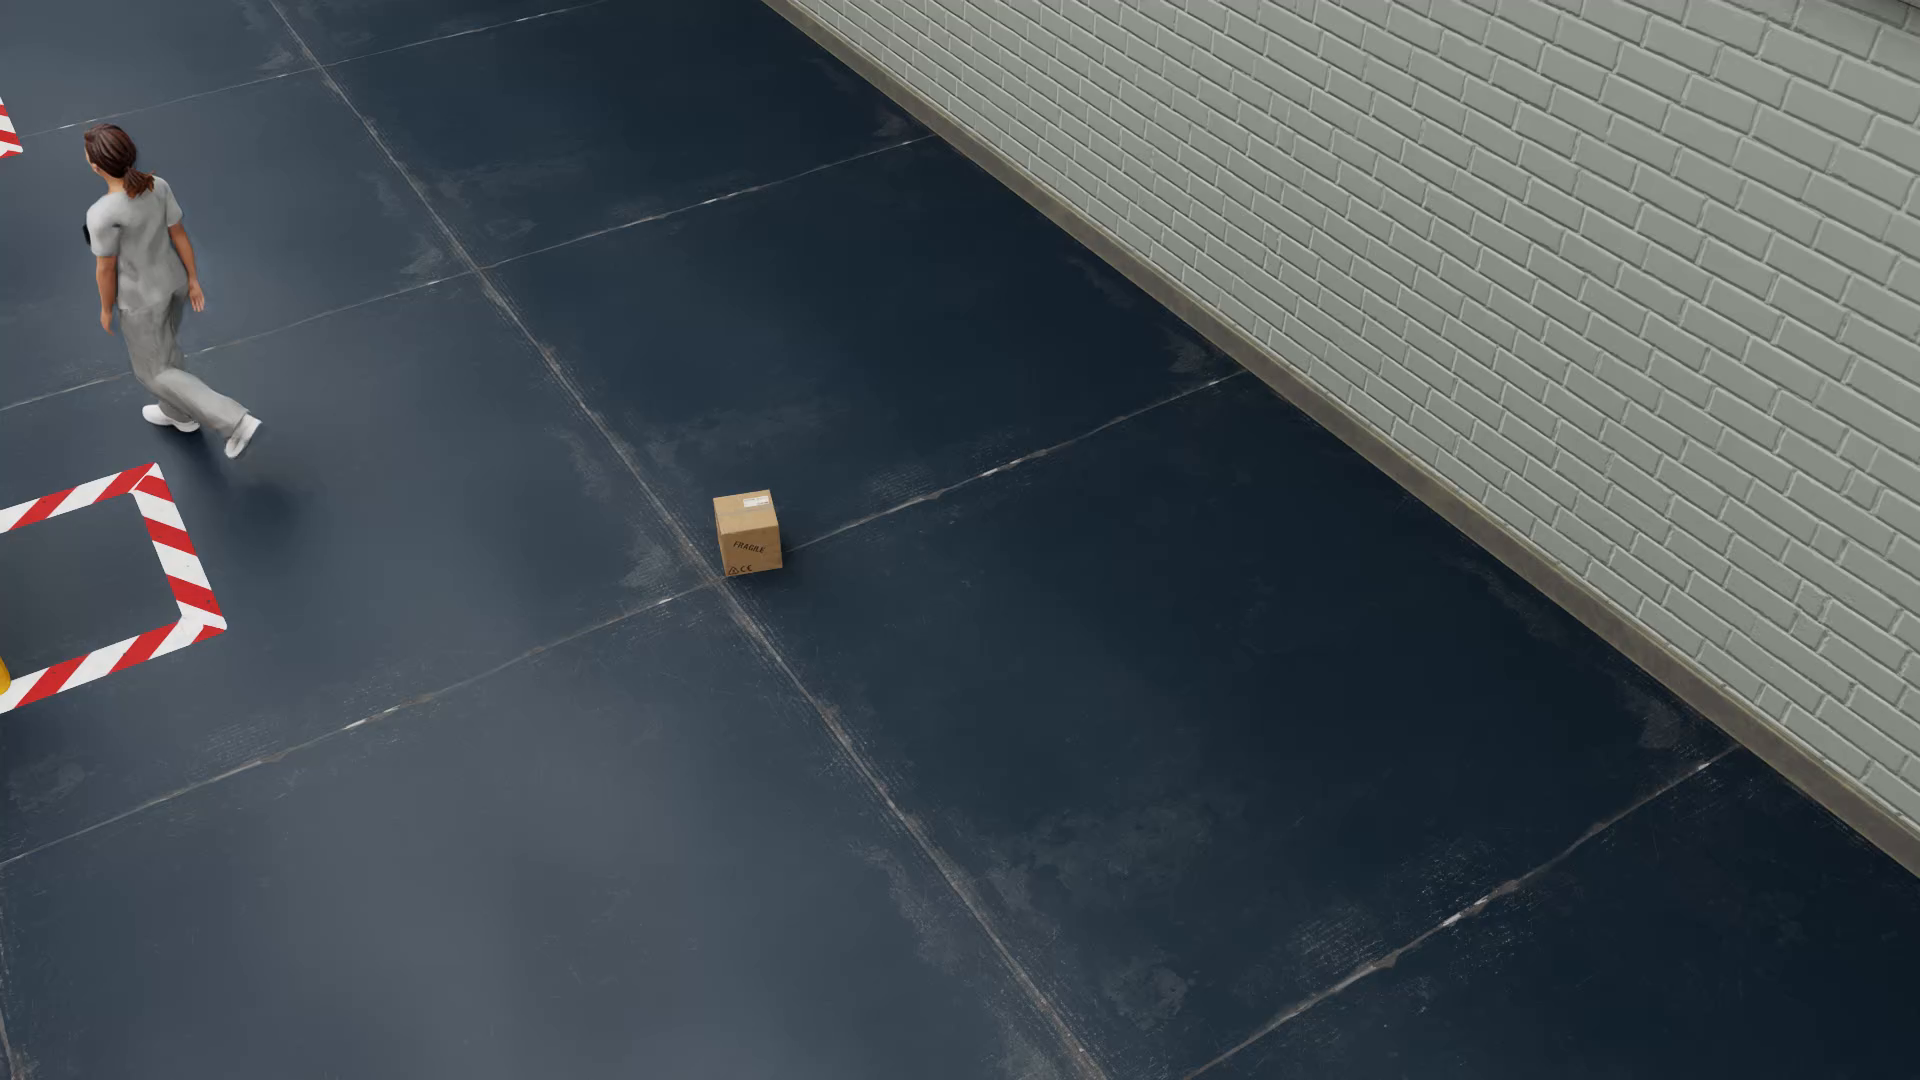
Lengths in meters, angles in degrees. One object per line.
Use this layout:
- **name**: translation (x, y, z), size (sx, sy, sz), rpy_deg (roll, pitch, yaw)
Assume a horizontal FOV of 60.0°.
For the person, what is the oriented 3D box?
- **person**: translation (-3.575, -1.091, 7.407), size (0.846, 1.634, 0.442), rpy_deg (13, 43, 14)
